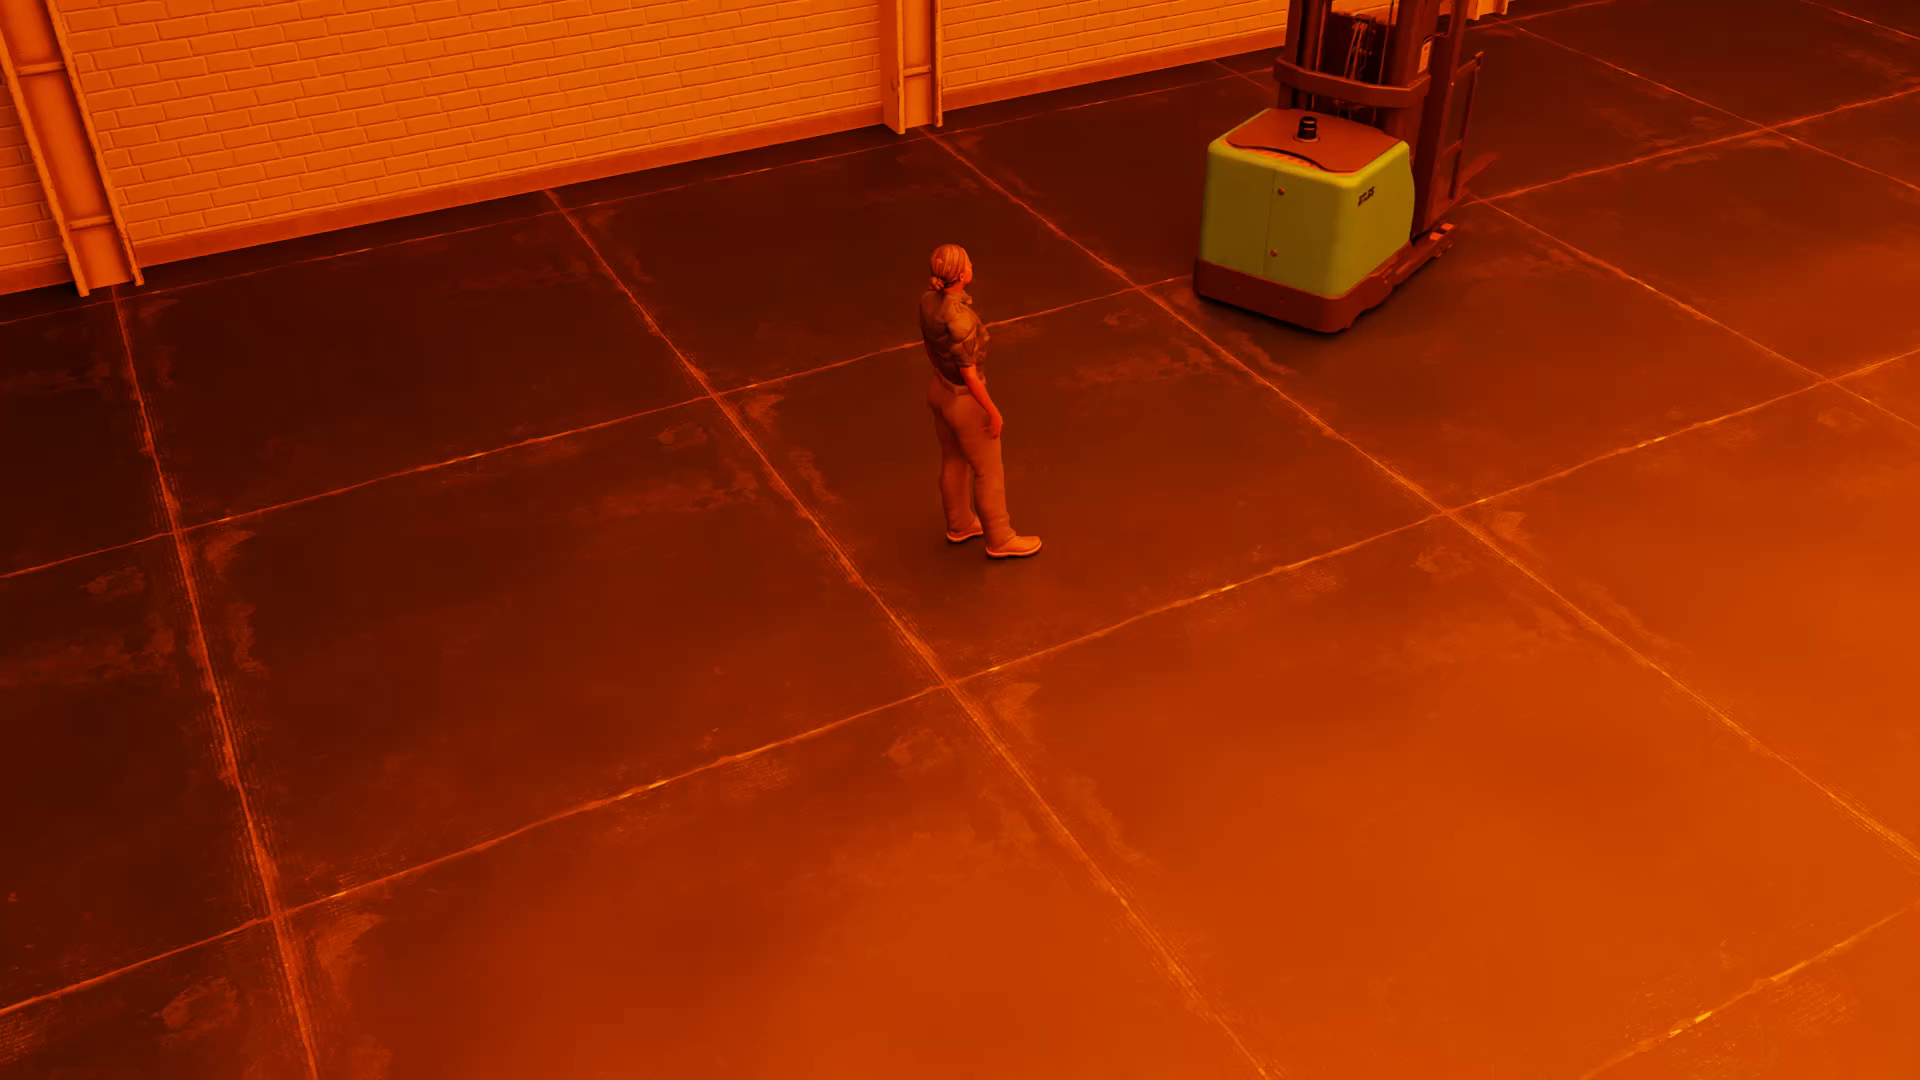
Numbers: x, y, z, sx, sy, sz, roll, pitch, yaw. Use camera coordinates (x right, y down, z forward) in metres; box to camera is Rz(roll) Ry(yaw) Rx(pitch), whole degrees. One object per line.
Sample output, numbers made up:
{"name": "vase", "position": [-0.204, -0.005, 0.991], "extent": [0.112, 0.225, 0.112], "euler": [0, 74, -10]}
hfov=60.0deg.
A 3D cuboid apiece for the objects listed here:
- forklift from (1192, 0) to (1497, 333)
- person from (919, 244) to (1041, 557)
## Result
{"name": "forklift", "position": [2.802, -3.285, 10.770], "extent": [1.130, 2.935, 3.031], "euler": [23, 41, 29]}
{"name": "person", "position": [0.087, -0.696, 8.200], "extent": [0.503, 1.656, 0.569], "euler": [-17, 39, -23]}
